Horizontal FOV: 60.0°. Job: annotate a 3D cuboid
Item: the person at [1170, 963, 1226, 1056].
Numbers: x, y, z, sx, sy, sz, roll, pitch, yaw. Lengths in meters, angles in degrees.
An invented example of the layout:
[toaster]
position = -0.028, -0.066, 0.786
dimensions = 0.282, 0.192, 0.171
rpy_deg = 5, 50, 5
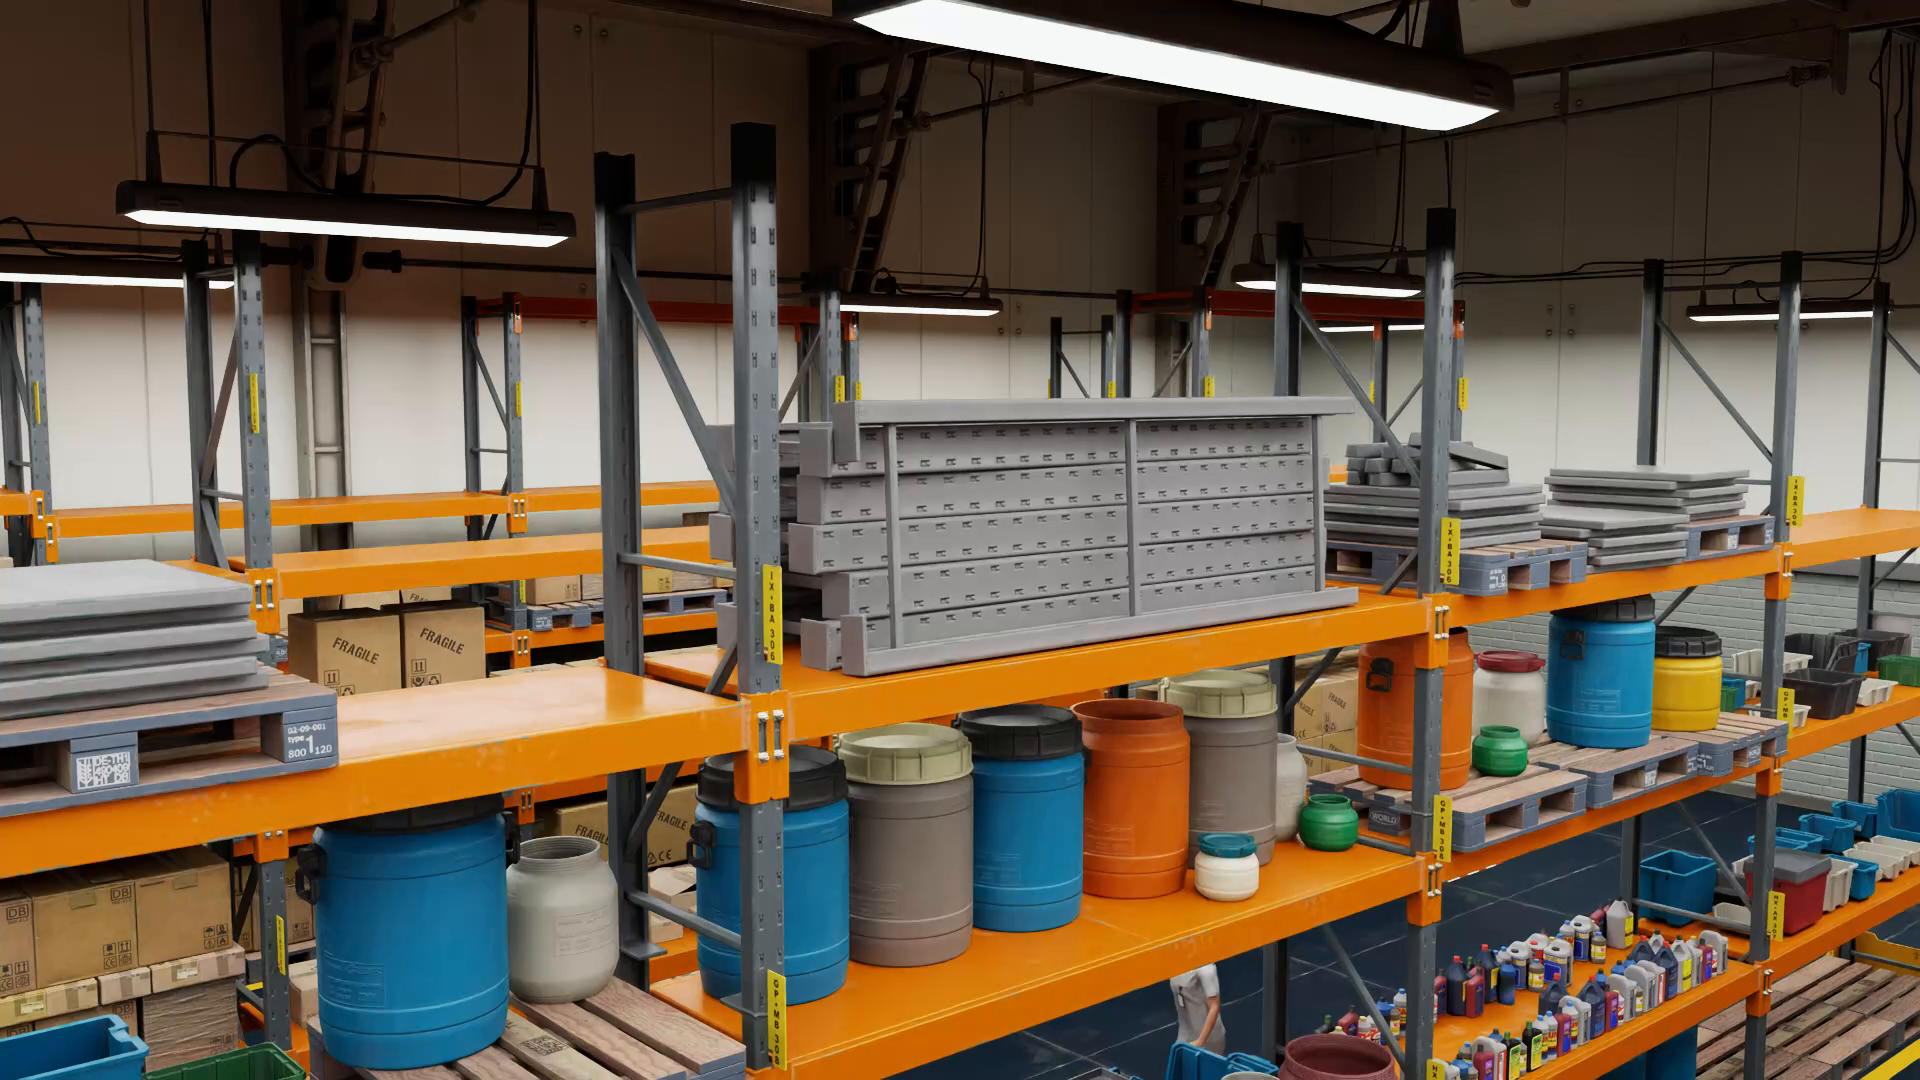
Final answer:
[person]
position = 1.700, 3.305, 11.119
dimensions = 0.634, 1.644, 0.498
rpy_deg = -2, 6, -20
